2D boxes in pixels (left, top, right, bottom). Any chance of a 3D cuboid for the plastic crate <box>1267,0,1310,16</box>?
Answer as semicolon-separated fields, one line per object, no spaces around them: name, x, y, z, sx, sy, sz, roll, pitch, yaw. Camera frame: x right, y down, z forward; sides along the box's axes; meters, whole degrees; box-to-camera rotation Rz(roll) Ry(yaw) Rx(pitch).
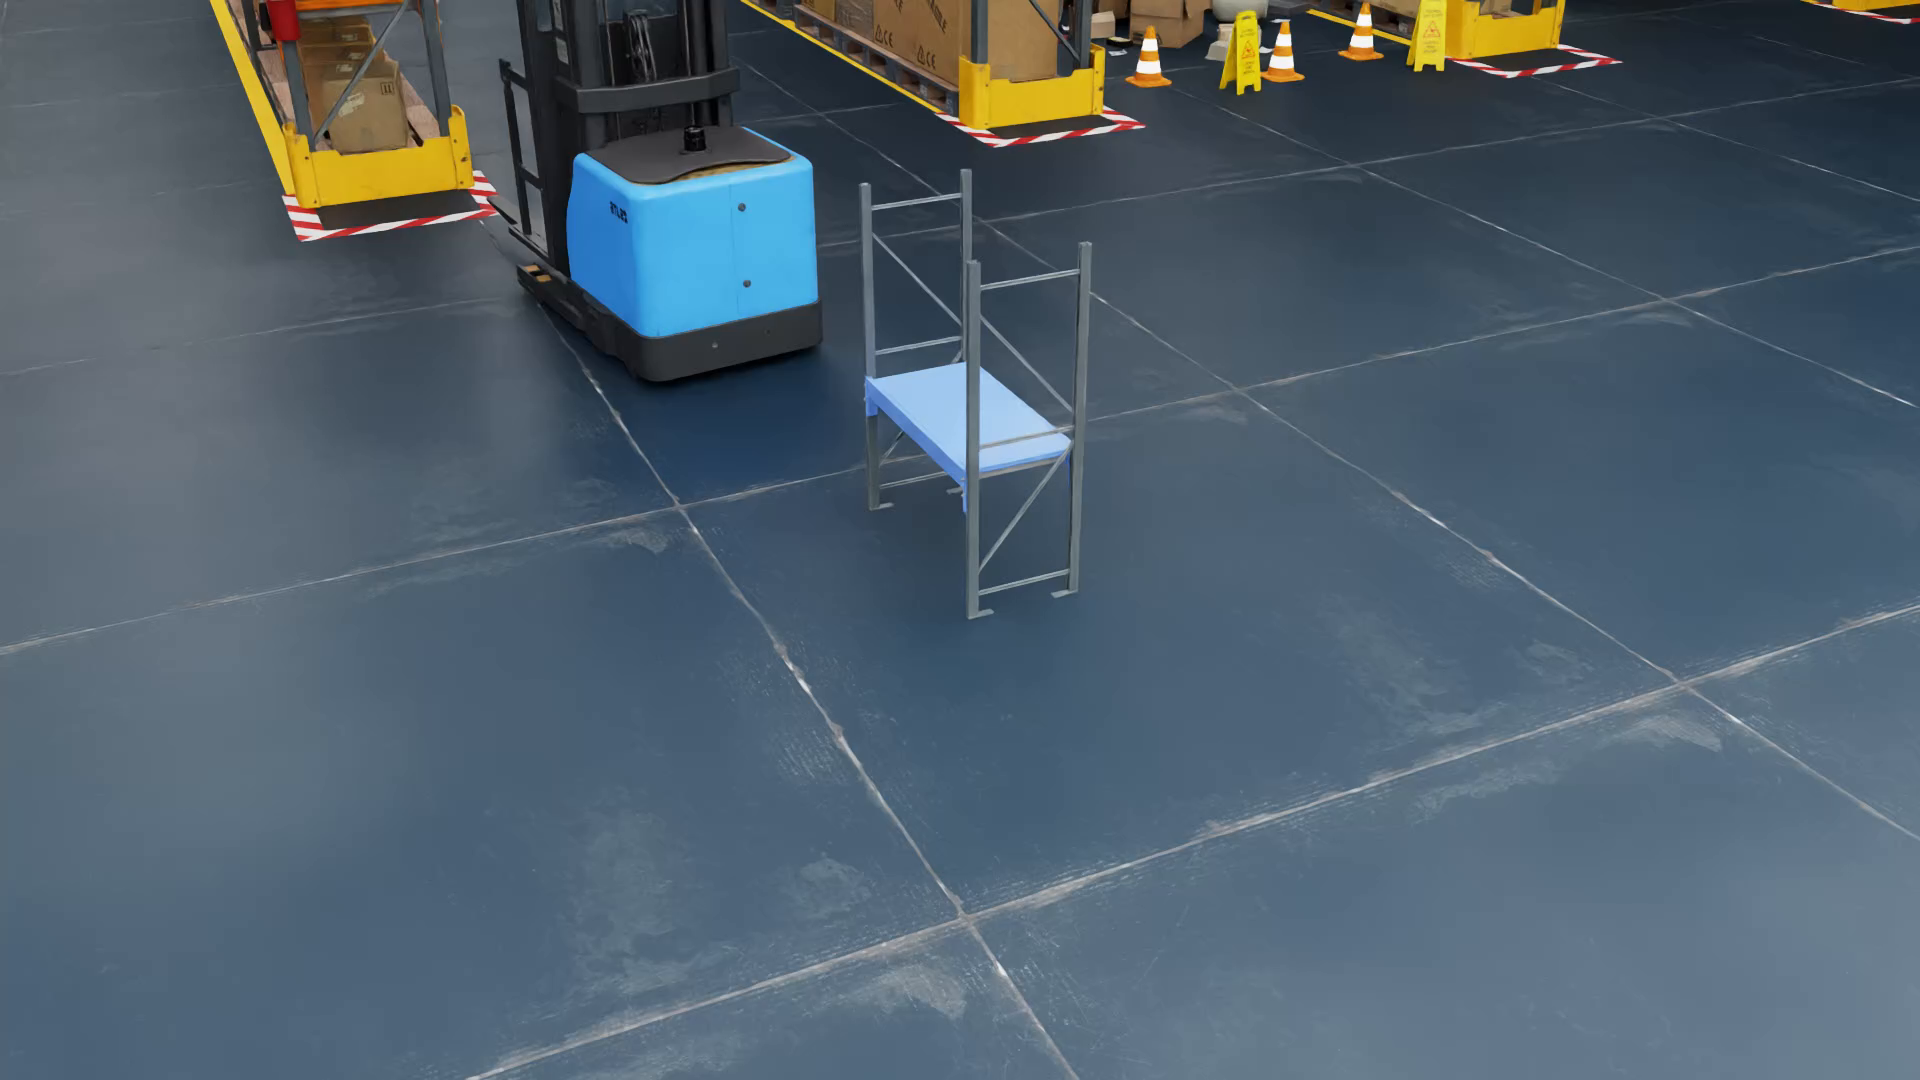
plastic crate;3.204;-5.414;16.824;0.583;0.080;0.402;26;38;38

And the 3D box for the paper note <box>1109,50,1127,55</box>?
paper note;1.438;-4.437;15.134;0.144;0.017;0.142;-3;29;-5

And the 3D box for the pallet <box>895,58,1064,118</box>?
pallet;0.146;-3.823;13.852;1.003;0.211;1.213;-13;32;-22

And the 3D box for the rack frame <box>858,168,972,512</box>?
rack frame;-0.182;-0.841;7.216;0.500;1.500;0.032;-13;32;-22

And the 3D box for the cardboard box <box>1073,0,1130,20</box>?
cardboard box;1.538;-5.412;16.249;0.797;0.637;0.503;-13;32;-22

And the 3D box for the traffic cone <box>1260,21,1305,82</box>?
traffic cone;2.781;-4.216;14.295;0.336;0.463;0.334;-13;32;-22

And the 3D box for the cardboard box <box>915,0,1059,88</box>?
cardboard box;0.210;-4.244;13.495;0.875;0.875;0.875;-13;32;-22

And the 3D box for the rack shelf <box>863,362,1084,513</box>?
rack shelf;0.037;-0.460;6.904;0.538;0.185;1.000;-13;32;-22

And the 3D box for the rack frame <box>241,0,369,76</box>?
rack frame;-5.680;-5.473;13.942;1.000;3.000;0.127;-13;32;-22

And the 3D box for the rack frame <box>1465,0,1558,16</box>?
rack frame;4.988;-5.786;14.502;1.000;3.000;0.127;-13;32;-22

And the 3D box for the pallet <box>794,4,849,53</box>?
pallet;-0.901;-4.901;15.774;1.003;0.211;1.213;-13;32;-22

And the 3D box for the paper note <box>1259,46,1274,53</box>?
paper note;2.784;-4.491;15.228;0.142;0.019;0.148;26;38;38

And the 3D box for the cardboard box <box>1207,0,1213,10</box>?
cardboard box;2.502;-5.705;16.910;0.500;0.500;0.500;7;30;13

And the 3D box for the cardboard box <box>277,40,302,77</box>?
cardboard box;-5.292;-4.129;13.673;0.500;0.500;0.500;-3;29;-6

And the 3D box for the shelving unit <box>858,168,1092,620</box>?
shelving unit;0.037;-0.616;6.816;0.538;1.500;1.048;-13;32;-22

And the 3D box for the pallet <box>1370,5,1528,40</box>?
pallet;4.638;-4.970;15.897;1.003;0.211;1.213;-13;32;-22

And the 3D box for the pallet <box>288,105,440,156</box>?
pallet;-4.312;-2.889;12.187;1.003;0.211;1.213;-13;32;-22

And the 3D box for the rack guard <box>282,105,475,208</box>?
rack guard;-3.995;-2.649;11.463;1.175;0.500;0.348;-13;32;-22

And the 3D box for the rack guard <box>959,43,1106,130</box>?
rack guard;0.571;-3.601;13.162;1.175;0.500;0.348;-13;32;-22

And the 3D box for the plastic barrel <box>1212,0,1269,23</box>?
plastic barrel;2.734;-5.257;16.193;0.512;0.421;0.421;7;30;13

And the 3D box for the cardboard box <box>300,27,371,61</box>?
cardboard box;-4.755;-3.615;12.757;0.500;0.500;0.500;-10;31;-17

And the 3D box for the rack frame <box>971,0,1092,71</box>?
rack frame;0.560;-4.702;12.569;1.000;3.000;0.127;-13;32;-22

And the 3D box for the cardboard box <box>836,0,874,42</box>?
cardboard box;-0.560;-5.036;14.907;0.875;0.875;0.875;-13;32;-22

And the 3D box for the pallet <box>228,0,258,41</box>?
pallet;-6.543;-5.140;16.200;1.003;0.211;1.213;-13;32;-22

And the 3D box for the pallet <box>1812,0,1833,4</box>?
pallet;9.103;-5.943;17.633;1.003;0.211;1.213;-13;32;-22

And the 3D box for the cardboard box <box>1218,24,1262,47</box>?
cardboard box;2.601;-4.697;15.475;0.380;0.149;0.250;2;29;4

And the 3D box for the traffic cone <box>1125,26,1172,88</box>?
traffic cone;1.615;-4.129;14.140;0.336;0.463;0.334;-13;32;-22

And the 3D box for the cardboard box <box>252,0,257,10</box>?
cardboard box;-6.352;-5.312;15.761;0.700;0.500;0.500;-16;33;-26

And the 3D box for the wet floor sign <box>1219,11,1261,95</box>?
wet floor sign;2.361;-4.078;13.864;0.267;0.644;0.232;-19;35;-30

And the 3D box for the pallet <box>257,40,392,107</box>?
pallet;-5.360;-3.967;14.109;1.003;0.211;1.213;-13;32;-22

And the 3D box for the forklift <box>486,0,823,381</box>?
forklift;-1.964;-2.772;9.197;1.130;2.935;3.031;-17;34;-28

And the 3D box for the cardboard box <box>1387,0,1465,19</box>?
cardboard box;4.387;-5.081;15.627;0.500;0.250;0.500;-13;32;-22

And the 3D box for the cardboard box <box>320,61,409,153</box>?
cardboard box;-4.216;-3.078;11.798;0.500;0.500;0.500;-7;30;-13

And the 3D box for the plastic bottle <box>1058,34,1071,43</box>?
plastic bottle;0.901;-4.691;15.553;0.133;0.061;0.283;26;38;38
